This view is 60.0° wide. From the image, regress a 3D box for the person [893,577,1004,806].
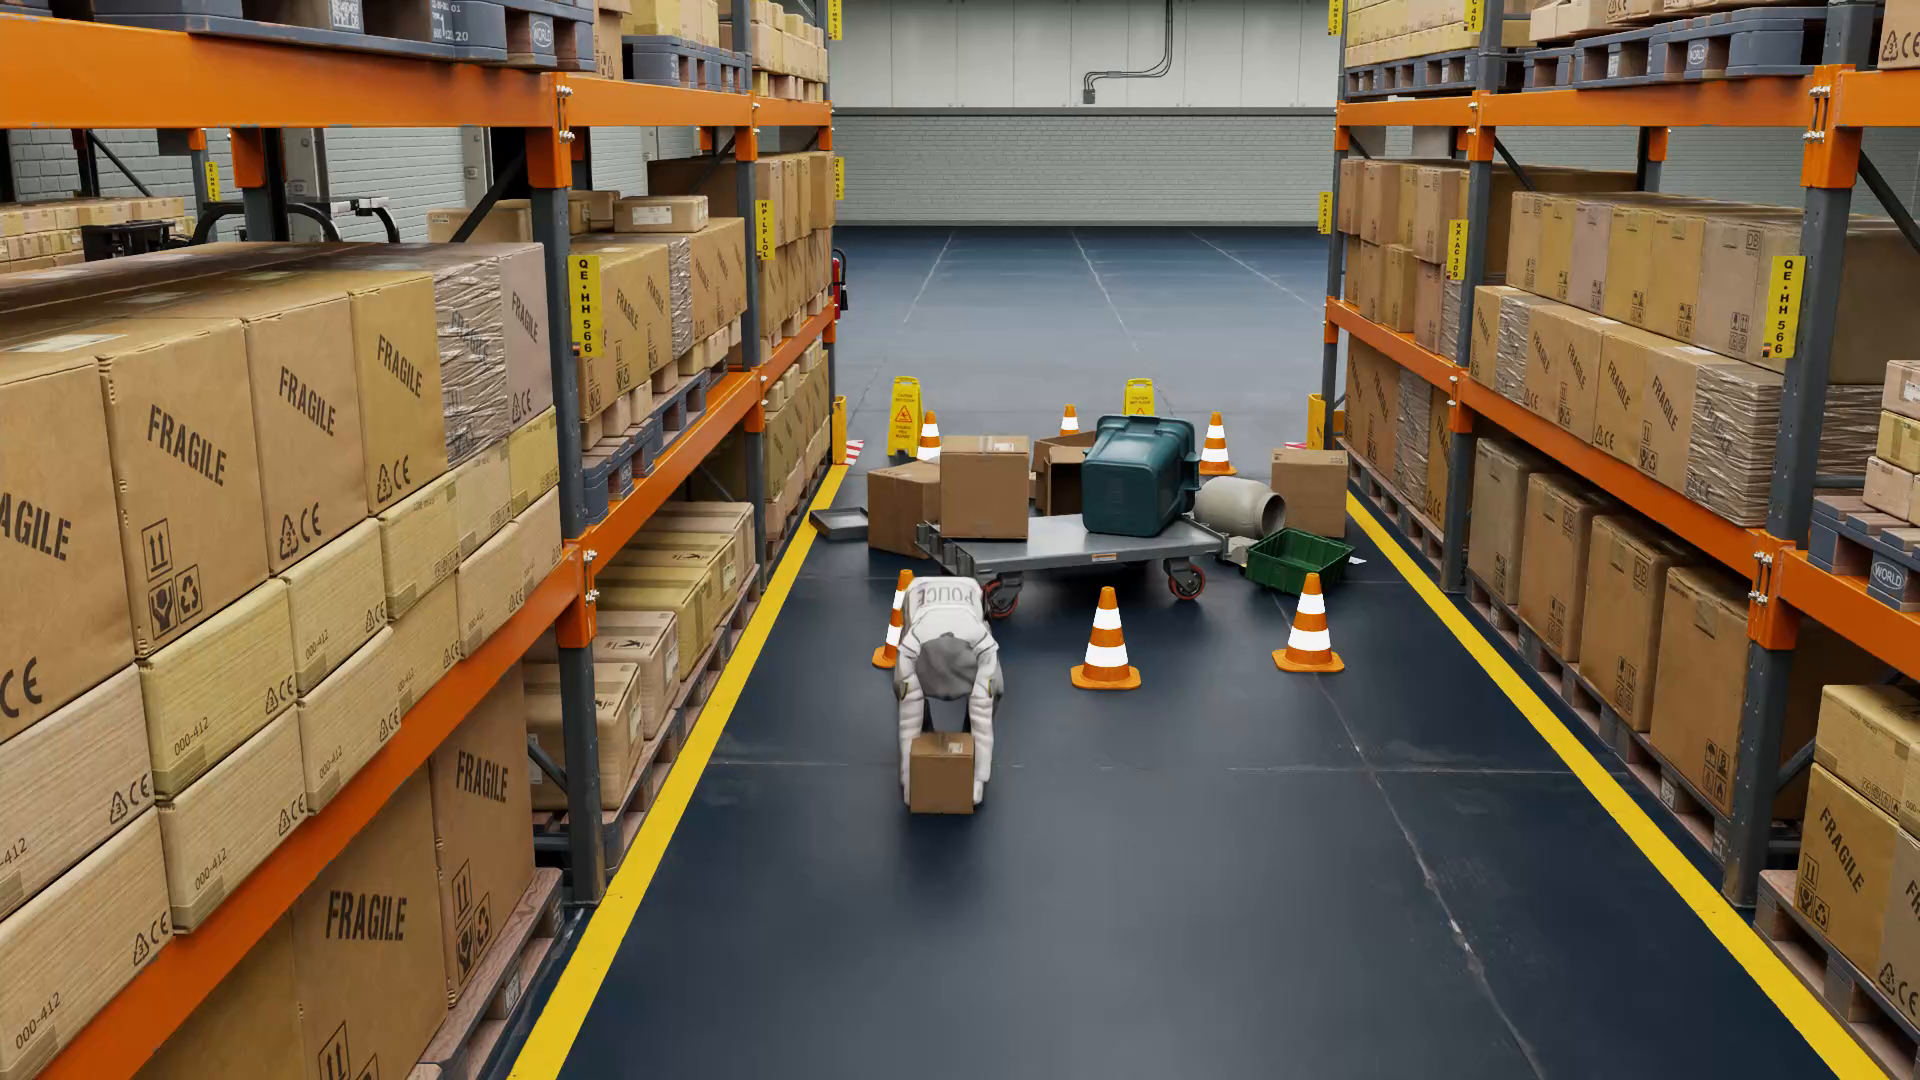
[{"bbox_3d":[-0.048,0.609,6.905,0.460,0.812,0.902,0,14,-1],"label":"person"}]
